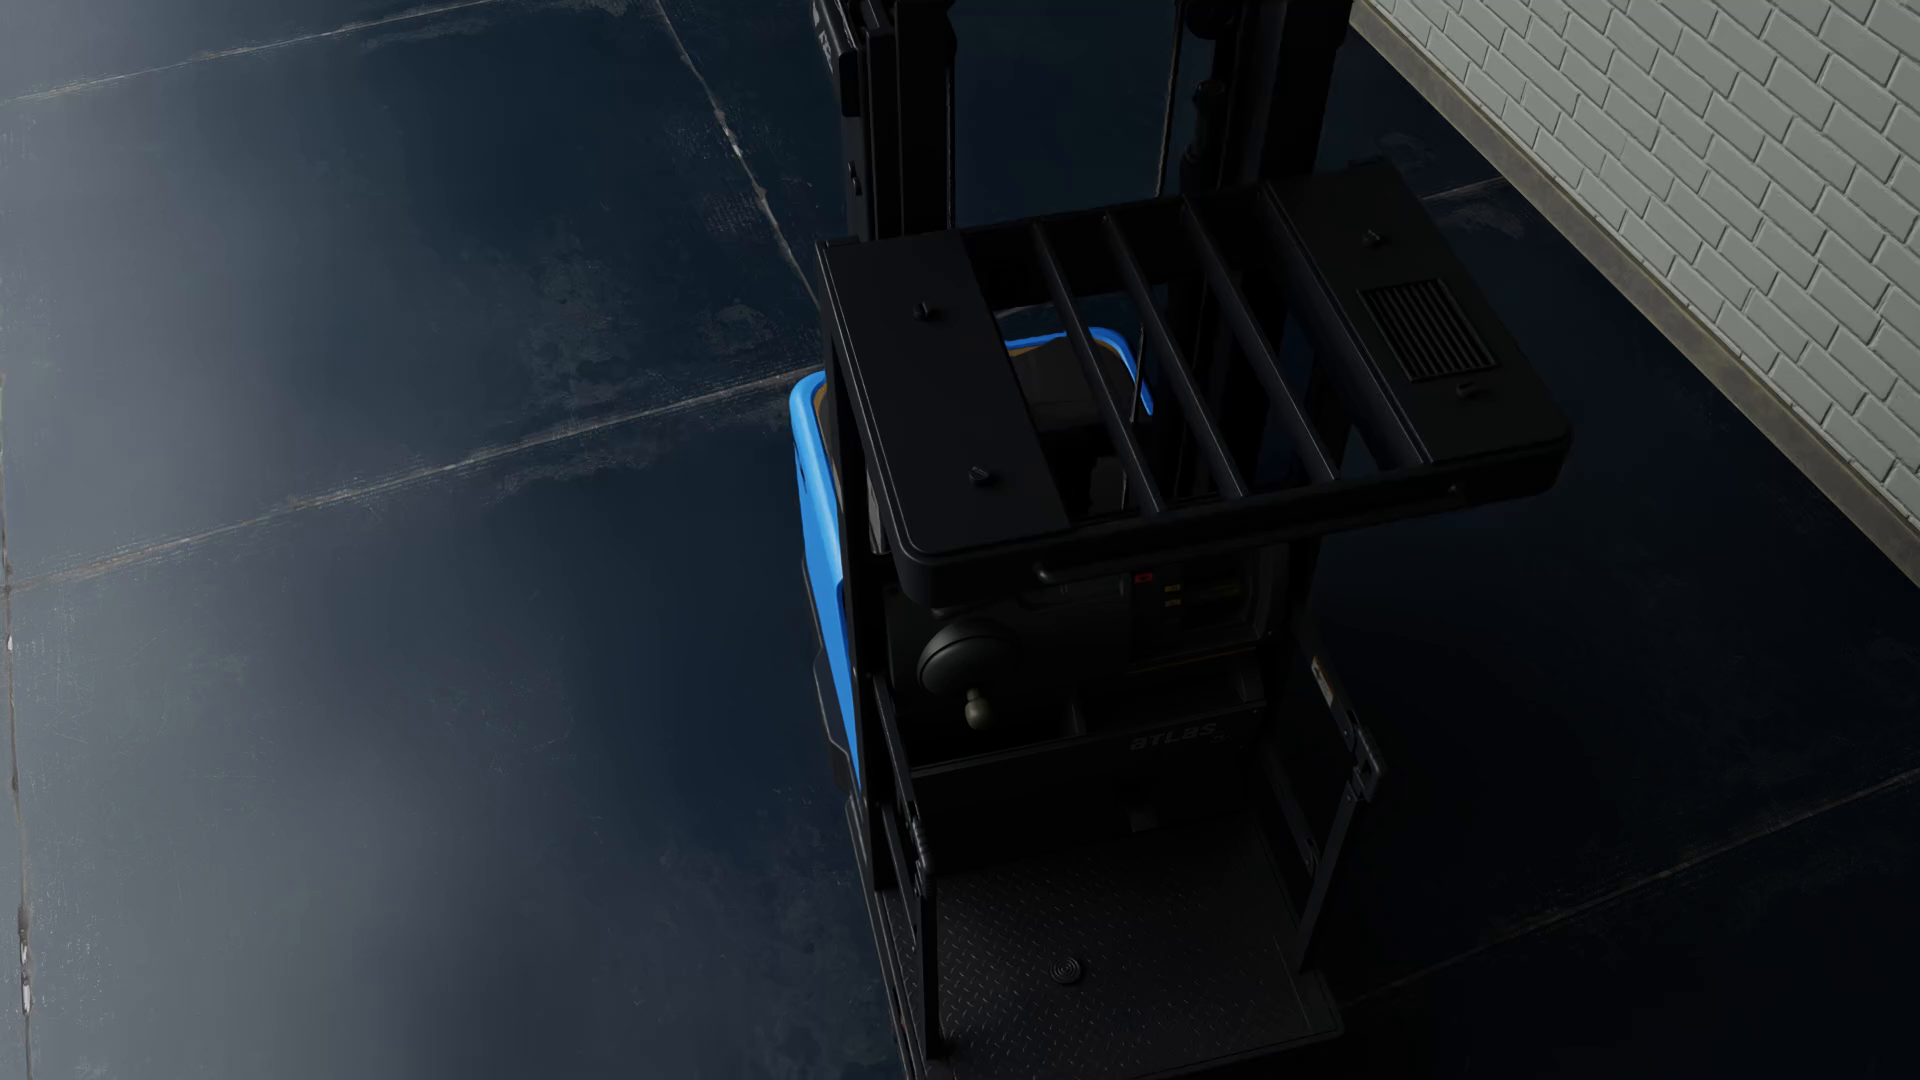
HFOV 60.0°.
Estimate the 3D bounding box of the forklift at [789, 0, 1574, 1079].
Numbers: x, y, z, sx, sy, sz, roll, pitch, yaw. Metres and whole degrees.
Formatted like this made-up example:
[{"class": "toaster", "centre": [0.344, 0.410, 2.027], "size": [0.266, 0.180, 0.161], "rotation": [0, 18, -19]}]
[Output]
[{"class": "forklift", "centre": [0.343, 0.274, 3.583], "size": [1.130, 2.935, 3.031], "rotation": [-10, 50, -9]}]
